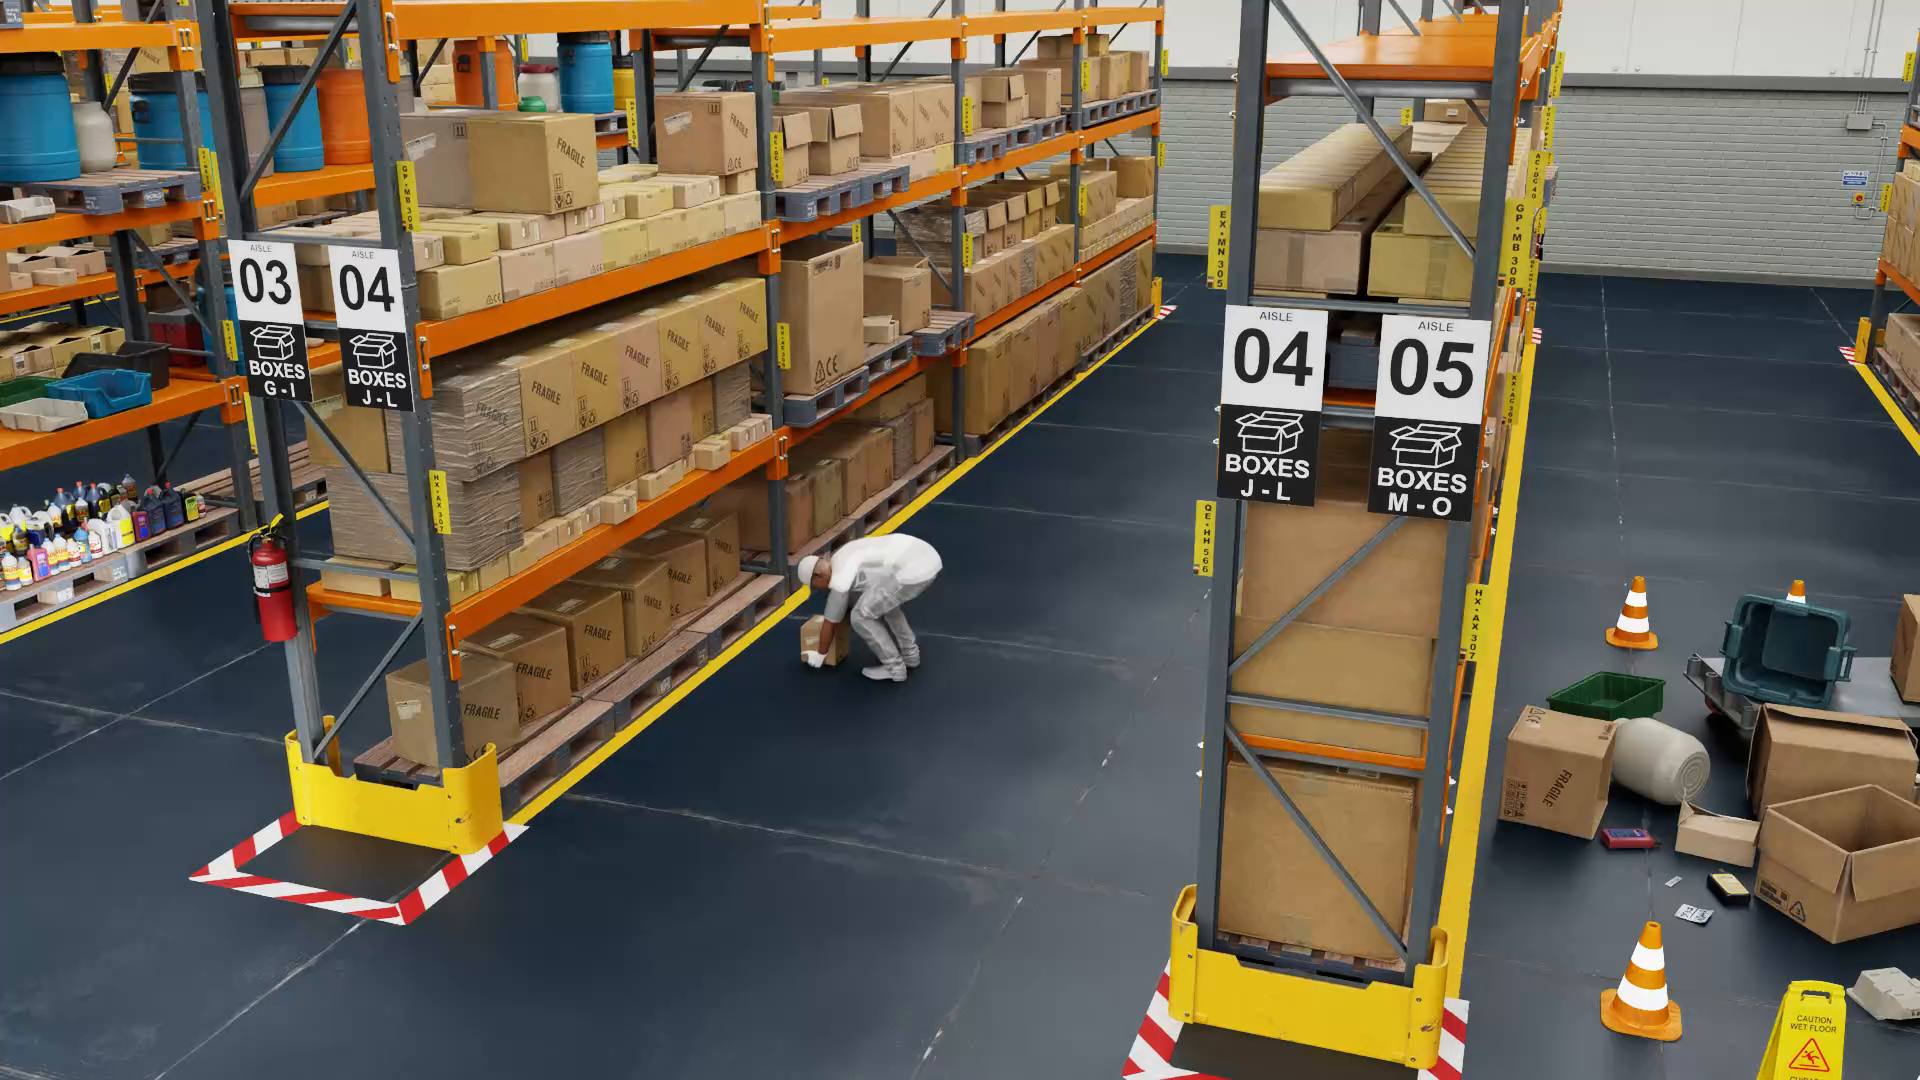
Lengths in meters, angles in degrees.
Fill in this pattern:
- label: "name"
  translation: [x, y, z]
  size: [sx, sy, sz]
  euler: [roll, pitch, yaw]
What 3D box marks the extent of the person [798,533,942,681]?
- label: "person"
  translation: [-0.616, 0.416, 11.100]
  size: [0.981, 0.944, 0.526]
  euler: [5, 19, 16]
